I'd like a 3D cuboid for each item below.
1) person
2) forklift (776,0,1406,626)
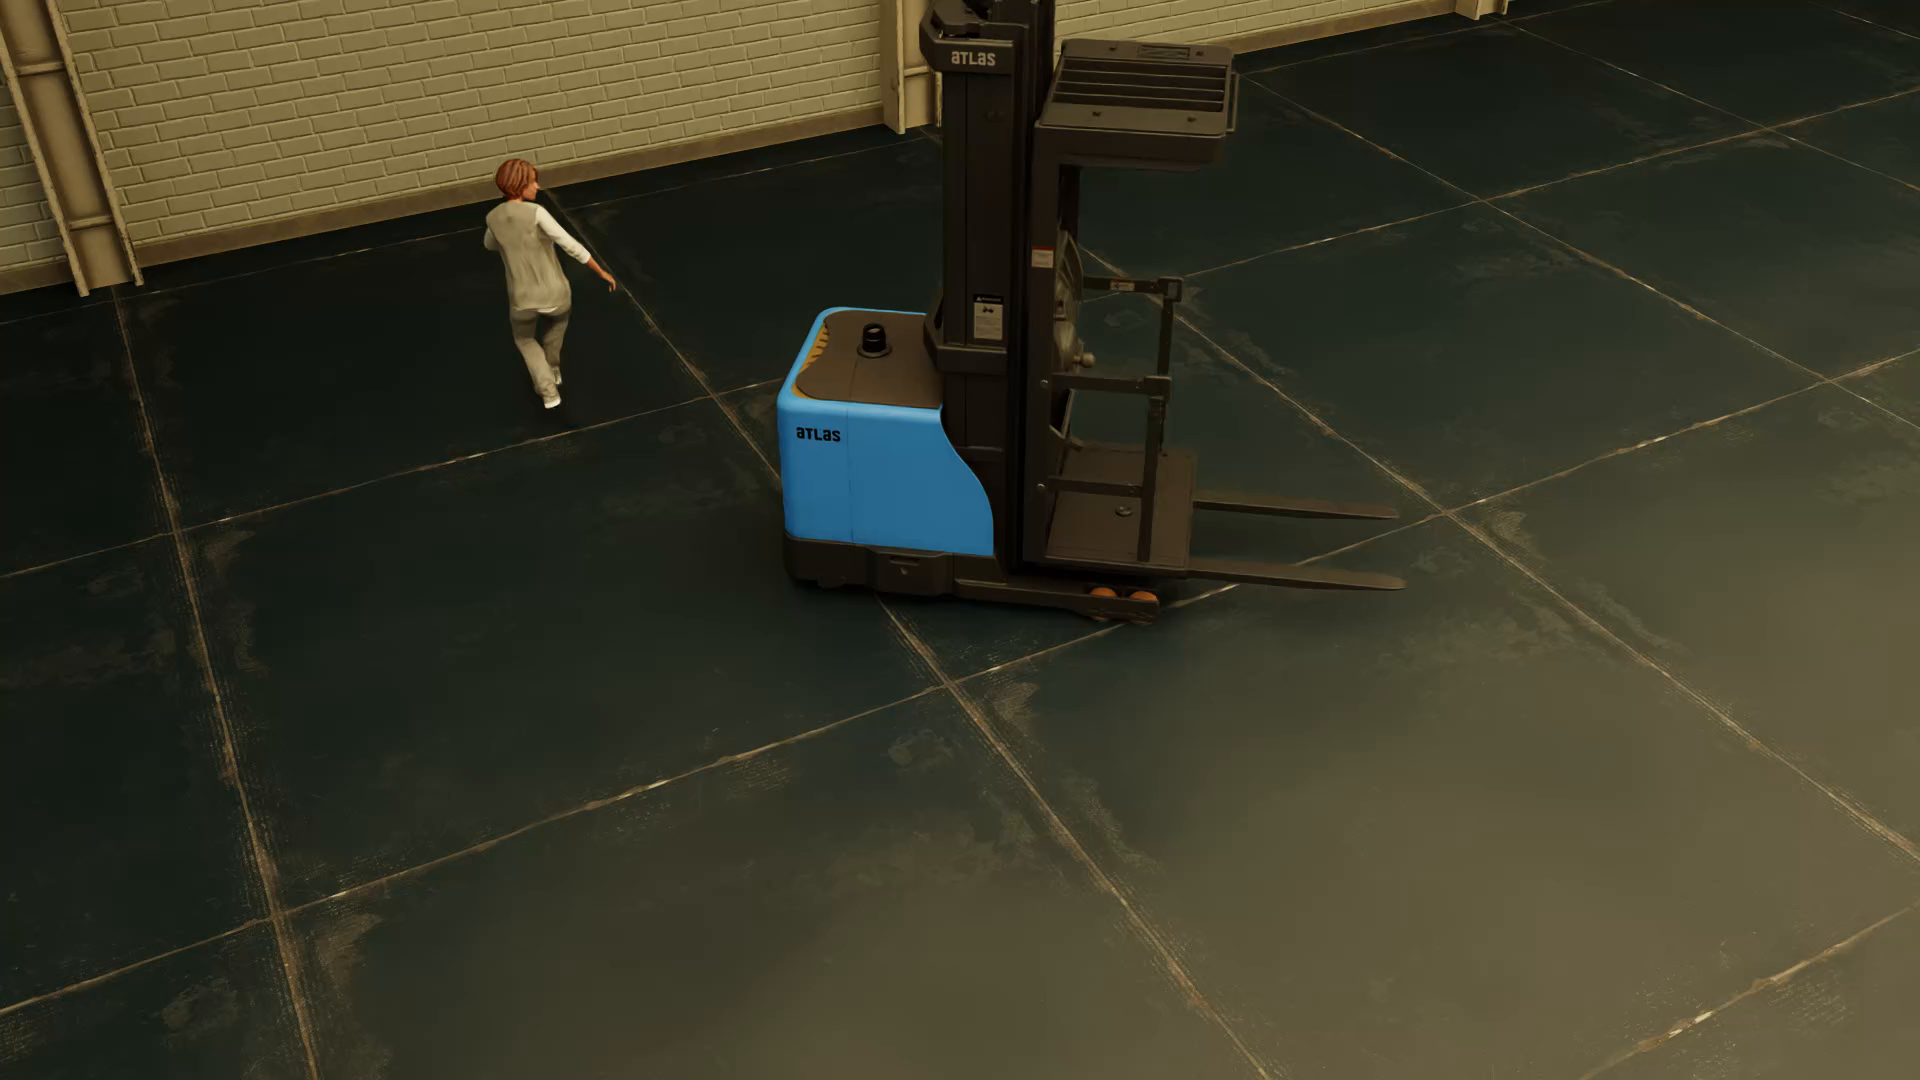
[{"bbox_3d":[-2.322,-1.467,9.481,0.744,1.474,0.775,-1,35,-1],"label":"person"},{"bbox_3d":[0.689,-1.113,7.698,3.031,2.935,1.130,5,36,7],"label":"forklift"}]
